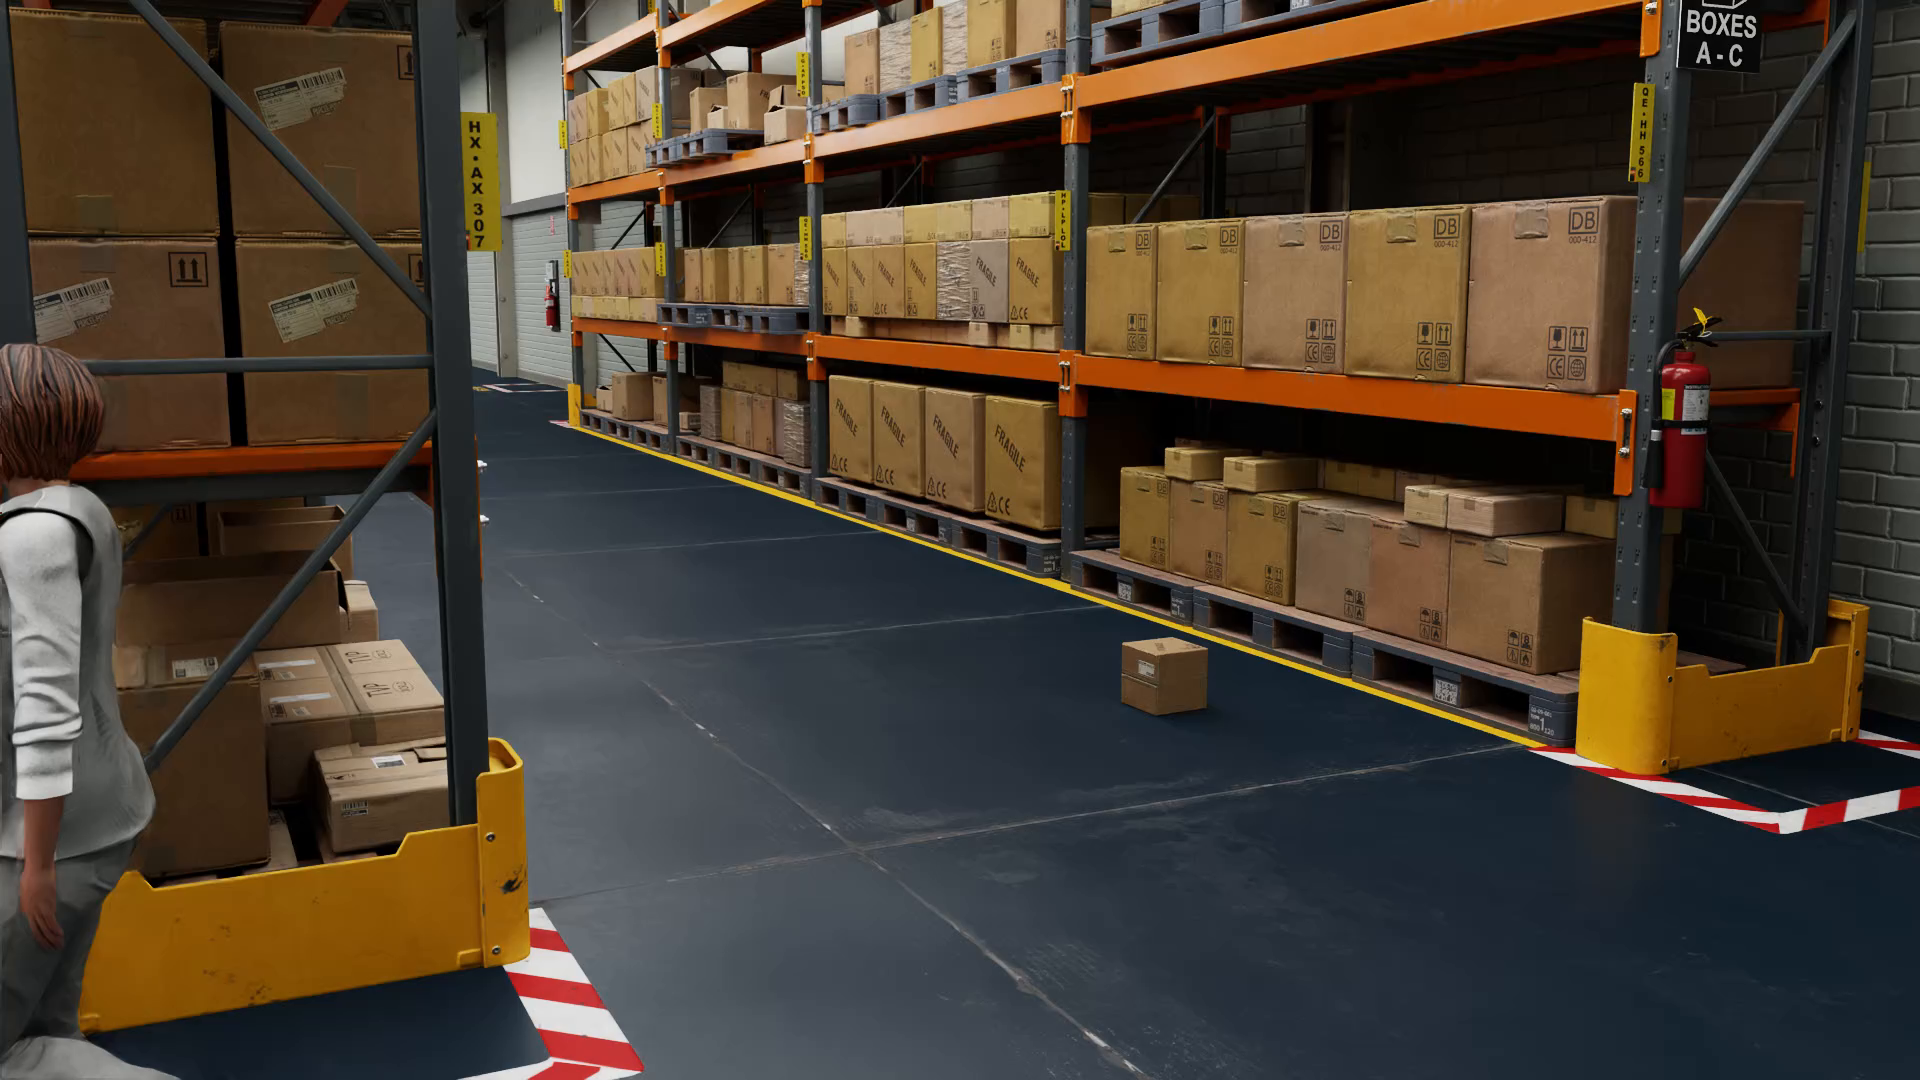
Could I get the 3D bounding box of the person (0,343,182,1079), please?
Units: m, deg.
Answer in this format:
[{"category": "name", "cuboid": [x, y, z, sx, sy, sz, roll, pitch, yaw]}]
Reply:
[{"category": "person", "cuboid": [-1.416, 0.479, 2.673, 0.515, 1.578, 0.424, -3, 9, -21]}]
